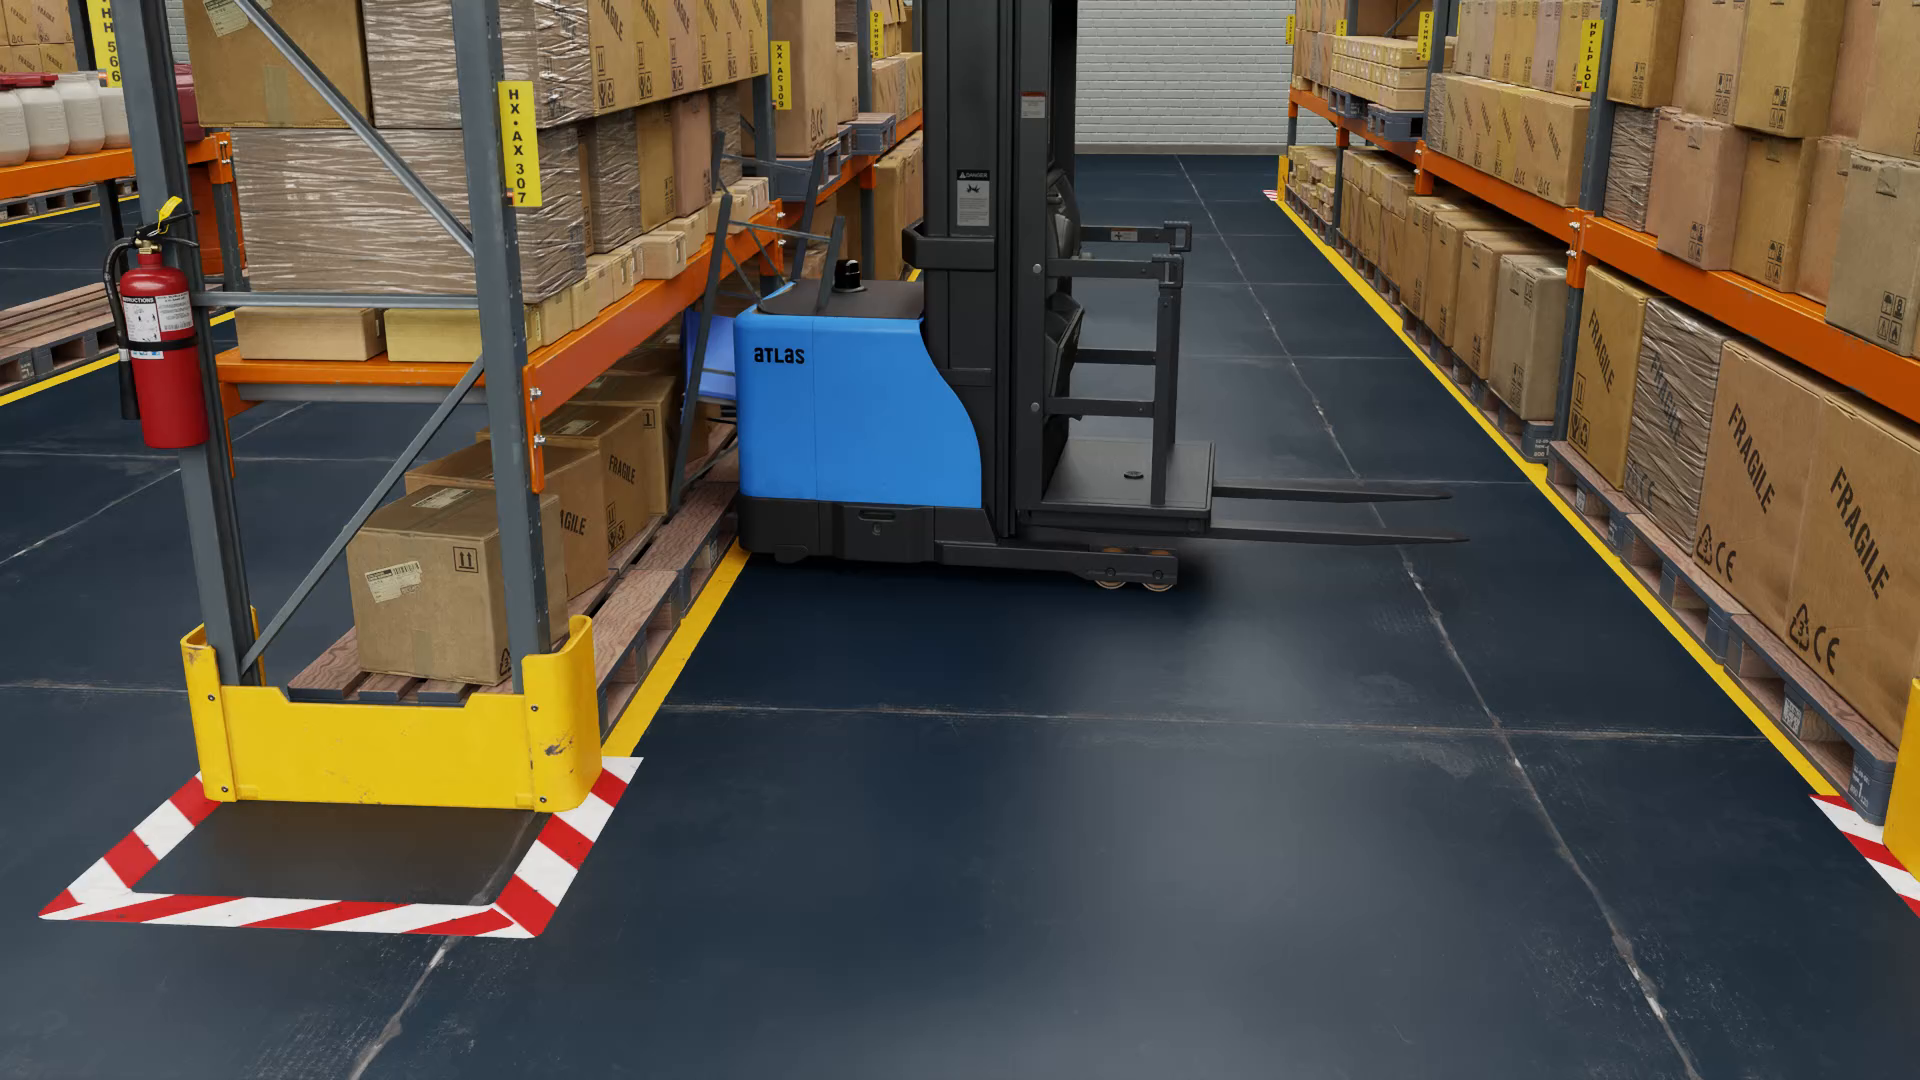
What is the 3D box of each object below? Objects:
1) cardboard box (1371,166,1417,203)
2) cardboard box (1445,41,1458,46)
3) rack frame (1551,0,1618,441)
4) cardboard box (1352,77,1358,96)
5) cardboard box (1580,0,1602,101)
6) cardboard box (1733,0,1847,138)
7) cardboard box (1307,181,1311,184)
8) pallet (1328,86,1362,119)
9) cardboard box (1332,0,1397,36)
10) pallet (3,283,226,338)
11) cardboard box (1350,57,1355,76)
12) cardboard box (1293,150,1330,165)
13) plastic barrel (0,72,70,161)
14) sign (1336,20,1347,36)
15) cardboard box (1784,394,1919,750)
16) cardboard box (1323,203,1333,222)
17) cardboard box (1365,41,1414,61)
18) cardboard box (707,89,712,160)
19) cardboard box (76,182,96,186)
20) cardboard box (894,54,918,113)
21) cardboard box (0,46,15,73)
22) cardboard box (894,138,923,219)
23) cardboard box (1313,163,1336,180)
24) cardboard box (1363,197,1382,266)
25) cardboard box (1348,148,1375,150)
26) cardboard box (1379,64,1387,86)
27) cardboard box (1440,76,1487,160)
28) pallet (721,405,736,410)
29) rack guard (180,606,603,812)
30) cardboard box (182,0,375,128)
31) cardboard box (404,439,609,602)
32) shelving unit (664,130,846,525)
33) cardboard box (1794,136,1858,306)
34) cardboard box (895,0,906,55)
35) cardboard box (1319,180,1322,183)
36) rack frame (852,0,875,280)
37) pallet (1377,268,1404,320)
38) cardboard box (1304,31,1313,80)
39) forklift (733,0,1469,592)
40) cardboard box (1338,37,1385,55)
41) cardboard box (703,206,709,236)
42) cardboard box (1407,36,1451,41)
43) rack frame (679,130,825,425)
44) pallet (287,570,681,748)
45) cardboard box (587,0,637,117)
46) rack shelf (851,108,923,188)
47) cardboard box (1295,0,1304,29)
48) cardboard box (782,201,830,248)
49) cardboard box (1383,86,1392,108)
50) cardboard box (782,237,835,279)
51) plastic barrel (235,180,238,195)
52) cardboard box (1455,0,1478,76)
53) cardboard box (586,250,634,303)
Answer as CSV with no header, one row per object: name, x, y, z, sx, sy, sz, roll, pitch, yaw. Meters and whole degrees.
cardboard box,3.660,-2.900,13.591,0.500,0.250,0.500,2,18,5
cardboard box,4.136,-3.987,13.546,0.380,0.149,0.250,1,18,3
rack frame,3.508,-1.757,7.966,1.000,3.000,0.127,1,18,4
cardboard box,3.507,-3.804,13.943,0.380,0.149,0.250,1,18,3
cardboard box,3.538,-2.434,8.266,0.700,0.500,0.500,1,18,3
cardboard box,3.318,-1.724,5.893,0.875,0.550,0.500,1,18,4
cardboard box,4.013,-3.854,18.272,0.380,0.149,0.250,1,18,4
pallet,3.882,-3.916,14.864,1.003,0.211,1.213,1,18,4
cardboard box,3.846,-5.057,15.795,0.500,0.500,0.500,1,18,2
pallet,-6.179,-1.687,12.231,1.003,0.211,1.213,1,18,4
cardboard box,3.525,-4.025,14.142,0.380,0.149,0.250,2,18,6
cardboard box,3.947,-4.292,18.653,0.380,0.149,0.250,1,18,4
plastic barrel,-6.001,-2.728,10.714,0.433,0.535,0.433,0,18,0
sign,3.540,-4.662,15.444,0.100,0.325,0.005,1,18,4
cardboard box,3.204,0.084,5.088,0.875,0.875,0.875,1,18,4
cardboard box,3.770,-3.215,16.323,0.380,0.149,0.250,2,18,5
cardboard box,3.468,-3.926,13.360,0.380,0.149,0.250,2,18,7
cardboard box,-1.596,-1.795,7.444,0.875,0.500,0.500,1,18,4
cardboard box,-10.343,-4.282,19.382,0.500,0.250,0.500,1,18,4
cardboard box,-0.662,-4.126,15.037,0.500,0.500,0.500,2,18,6
cardboard box,-10.397,-4.964,17.596,0.500,0.500,0.500,2,18,5
cardboard box,-0.947,-3.096,14.793,1.225,0.875,0.875,1,18,2
cardboard box,3.861,-3.808,17.175,0.380,0.149,0.250,0,18,1
cardboard box,3.644,-2.547,13.717,0.500,0.500,0.500,0,18,1
cardboard box,4.508,-4.364,18.873,0.380,0.149,0.250,2,18,5
cardboard box,3.410,-3.549,12.687,0.380,0.149,0.250,2,18,5
cardboard box,3.460,-2.755,10.853,0.500,0.500,0.500,1,18,3
pallet,-1.377,-0.815,9.572,1.003,0.211,1.213,1,18,4
rack guard,-1.713,0.508,5.070,1.175,0.500,0.348,1,18,4
cardboard box,-1.925,-1.497,4.929,0.500,0.500,0.500,1,18,4
cardboard box,-1.648,-0.048,6.092,0.500,0.500,0.500,6,19,18
shelving unit,-0.952,-0.915,7.415,0.538,1.500,1.048,8,26,-14
cardboard box,3.386,-1.044,5.551,0.875,0.550,0.550,1,18,4
cardboard box,-0.896,-4.709,15.205,0.797,0.503,0.637,1,18,2
cardboard box,3.911,-3.655,17.188,0.380,0.149,0.250,2,18,5
rack frame,-1.145,-3.141,12.191,1.000,3.000,0.127,1,18,4
pallet,3.853,-1.916,12.933,1.003,0.211,1.213,1,18,4
cardboard box,4.000,-5.220,17.899,0.500,0.500,0.500,2,18,5
forklift,0.617,-1.361,6.870,3.031,2.935,1.130,3,18,9
cardboard box,3.581,-4.405,14.823,0.380,0.149,0.250,2,18,5
cardboard box,-1.315,-1.397,7.274,0.380,0.149,0.250,1,18,4
cardboard box,4.248,-4.475,15.036,0.380,0.149,0.250,2,18,6
rack frame,-1.029,-1.150,7.859,0.500,1.500,0.032,8,26,-14
pallet,-1.619,0.394,5.883,1.003,0.211,1.213,1,18,4
cardboard box,-1.364,-1.640,5.367,0.500,0.500,0.500,1,18,4
rack shelf,-1.001,-3.420,14.199,1.077,0.370,4.000,1,18,4
cardboard box,4.072,-6.014,18.715,0.500,0.500,0.500,1,18,4
cardboard box,-1.191,-2.145,11.255,0.500,0.250,0.500,3,18,10
cardboard box,3.392,-3.320,12.466,0.380,0.149,0.250,1,18,4
cardboard box,-1.200,-1.781,11.349,0.700,0.500,0.500,0,18,-1
plastic barrel,-5.986,-2.808,14.374,0.600,0.588,0.708,1,18,4
cardboard box,3.753,-3.382,11.162,0.700,0.500,0.500,1,18,4
cardboard box,-1.368,-0.930,5.848,0.380,0.149,0.250,1,18,4
